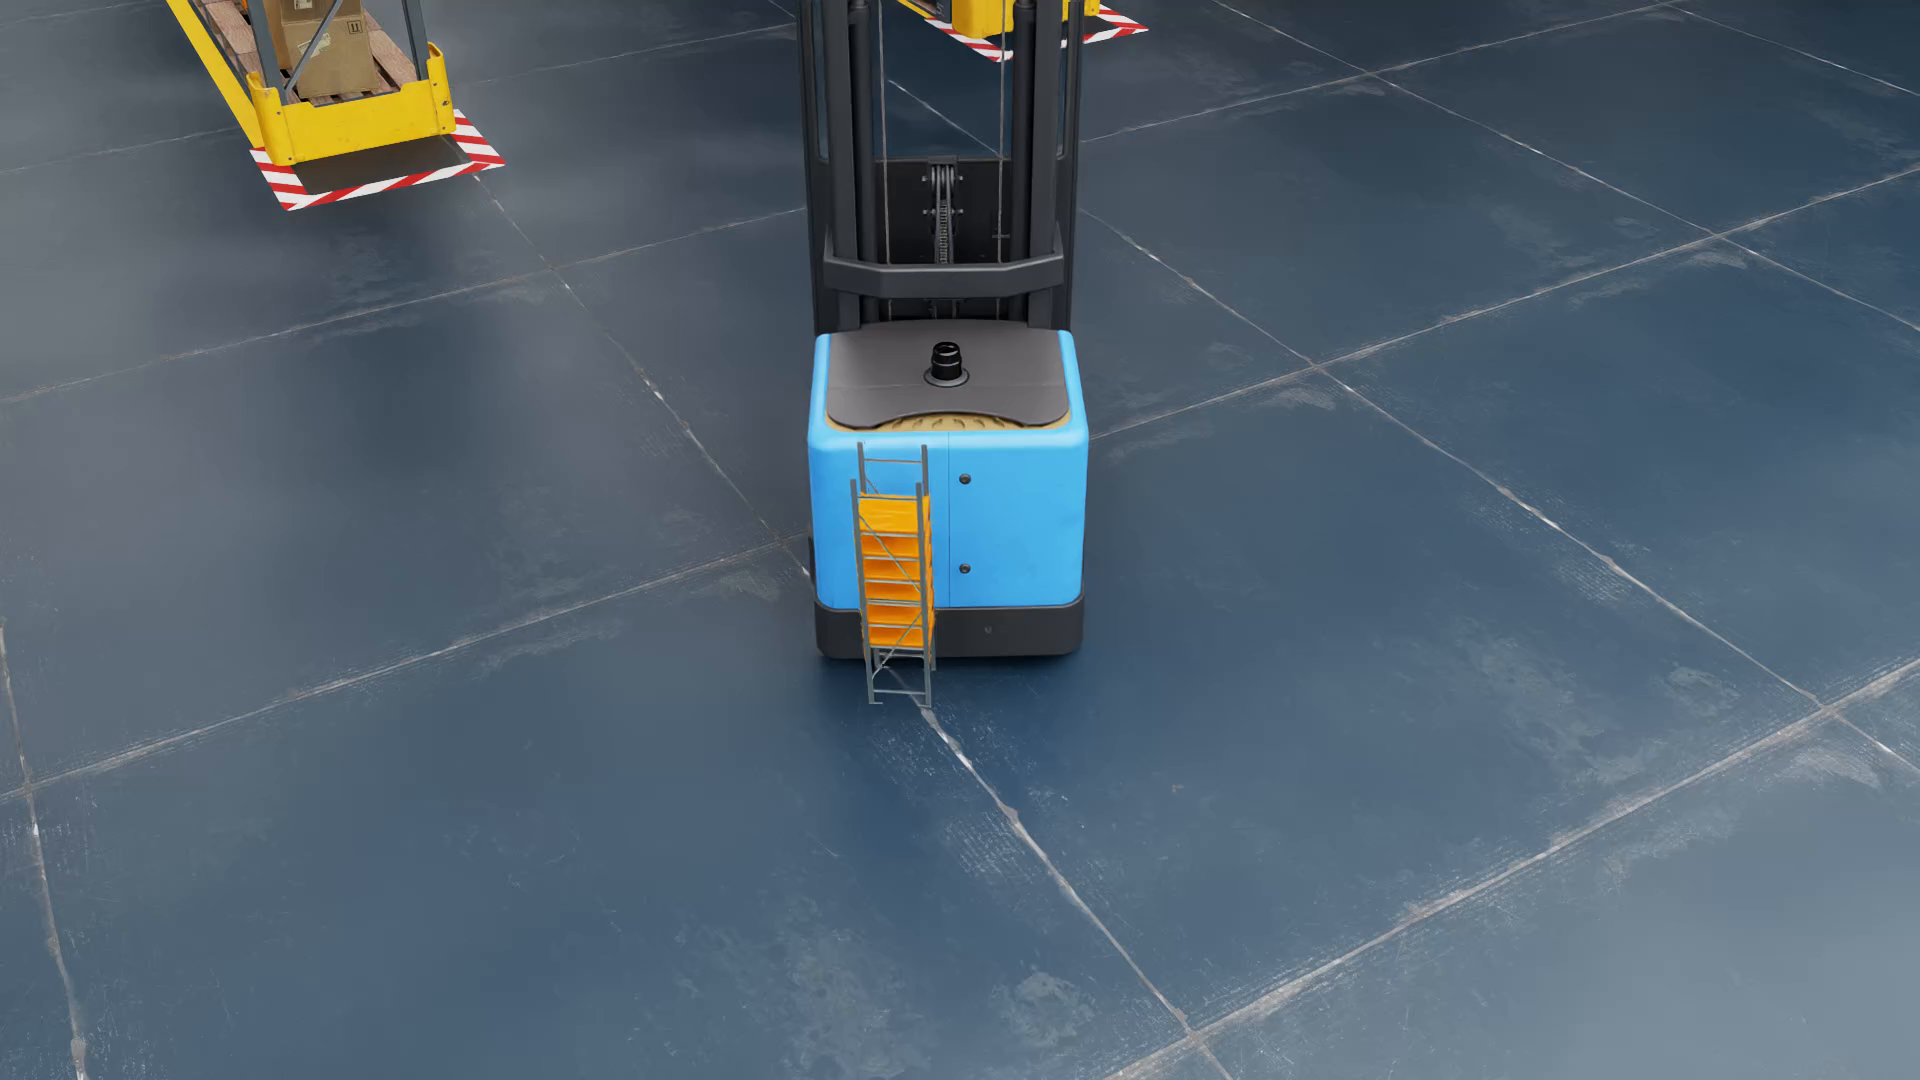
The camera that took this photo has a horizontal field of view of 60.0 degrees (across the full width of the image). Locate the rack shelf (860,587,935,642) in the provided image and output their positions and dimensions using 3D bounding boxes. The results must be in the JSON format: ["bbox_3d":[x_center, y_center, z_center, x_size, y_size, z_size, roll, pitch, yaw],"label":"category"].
[{"bbox_3d":[-0.228,0.268,6.128,0.258,0.103,0.180,3,46,4],"label":"rack shelf"}]

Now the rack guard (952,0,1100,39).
[{"bbox_3d":[0.507,-4.170,12.535,1.175,0.500,0.348,-19,40,-24],"label":"rack guard"}]

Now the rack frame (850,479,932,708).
[{"bbox_3d":[-0.237,0.220,5.946,0.240,1.200,0.006,3,46,4],"label":"rack frame"}]

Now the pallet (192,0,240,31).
[{"bbox_3d":[-5.486,-4.355,13.034,1.003,0.211,1.213,-19,40,-24],"label":"pallet"}]

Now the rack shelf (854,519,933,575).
[{"bbox_3d":[-0.233,0.018,5.868,0.258,0.103,0.180,3,46,4],"label":"rack shelf"}]

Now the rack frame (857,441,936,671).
[{"bbox_3d":[-0.222,0.088,6.072,0.240,1.200,0.006,3,46,4],"label":"rack frame"}]

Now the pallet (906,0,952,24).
[{"bbox_3d":[0.025,-4.450,13.164,1.003,0.211,1.213,-19,40,-24],"label":"pallet"}]

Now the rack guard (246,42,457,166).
[{"bbox_3d":[-3.883,-2.803,10.663,1.175,0.500,0.348,-19,40,-24],"label":"rack guard"}]

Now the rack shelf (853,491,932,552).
[{"bbox_3d":[-0.234,-0.065,5.781,0.258,0.103,0.180,3,46,4],"label":"rack shelf"}]

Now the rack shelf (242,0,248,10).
[{"bbox_3d":[-4.850,-4.503,11.482,1.077,0.370,4.000,-19,40,-24],"label":"rack shelf"}]

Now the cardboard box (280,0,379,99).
[{"bbox_3d":[-4.144,-3.257,10.929,0.500,0.500,0.500,-12,38,-16],"label":"cardboard box"}]

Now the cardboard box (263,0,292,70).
[{"bbox_3d":[-4.474,-3.551,11.333,0.500,0.500,0.500,-9,37,-12],"label":"cardboard box"}]

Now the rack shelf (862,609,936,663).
[{"bbox_3d":[-0.226,0.351,6.214,0.258,0.103,0.180,3,46,4],"label":"rack shelf"}]

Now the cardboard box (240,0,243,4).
[{"bbox_3d":[-5.014,-4.174,12.185,0.500,0.500,0.500,-23,42,-28],"label":"cardboard box"}]

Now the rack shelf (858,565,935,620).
[{"bbox_3d":[-0.229,0.185,6.041,0.258,0.103,0.180,3,46,4],"label":"rack shelf"}]

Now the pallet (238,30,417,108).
[{"bbox_3d":[-4.261,-3.111,11.330,1.003,0.211,1.213,-19,40,-24],"label":"pallet"}]

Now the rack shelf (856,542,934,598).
[{"bbox_3d":[-0.231,0.102,5.955,0.258,0.103,0.180,3,46,4],"label":"rack shelf"}]

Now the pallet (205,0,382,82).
[{"bbox_3d":[-4.869,-3.732,12.181,1.003,0.211,1.213,-19,40,-24],"label":"pallet"}]

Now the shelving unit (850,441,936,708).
[{"bbox_3d":[-0.230,0.154,6.009,0.258,1.200,0.189,3,46,4],"label":"shelving unit"}]

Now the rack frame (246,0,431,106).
[{"bbox_3d":[-3.845,-3.773,9.873,1.000,3.000,0.127,-19,40,-24],"label":"rack frame"}]

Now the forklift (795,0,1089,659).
[{"bbox_3d":[-0.082,-1.560,6.901,1.130,2.935,3.031,-1,36,-1],"label":"forklift"}]
